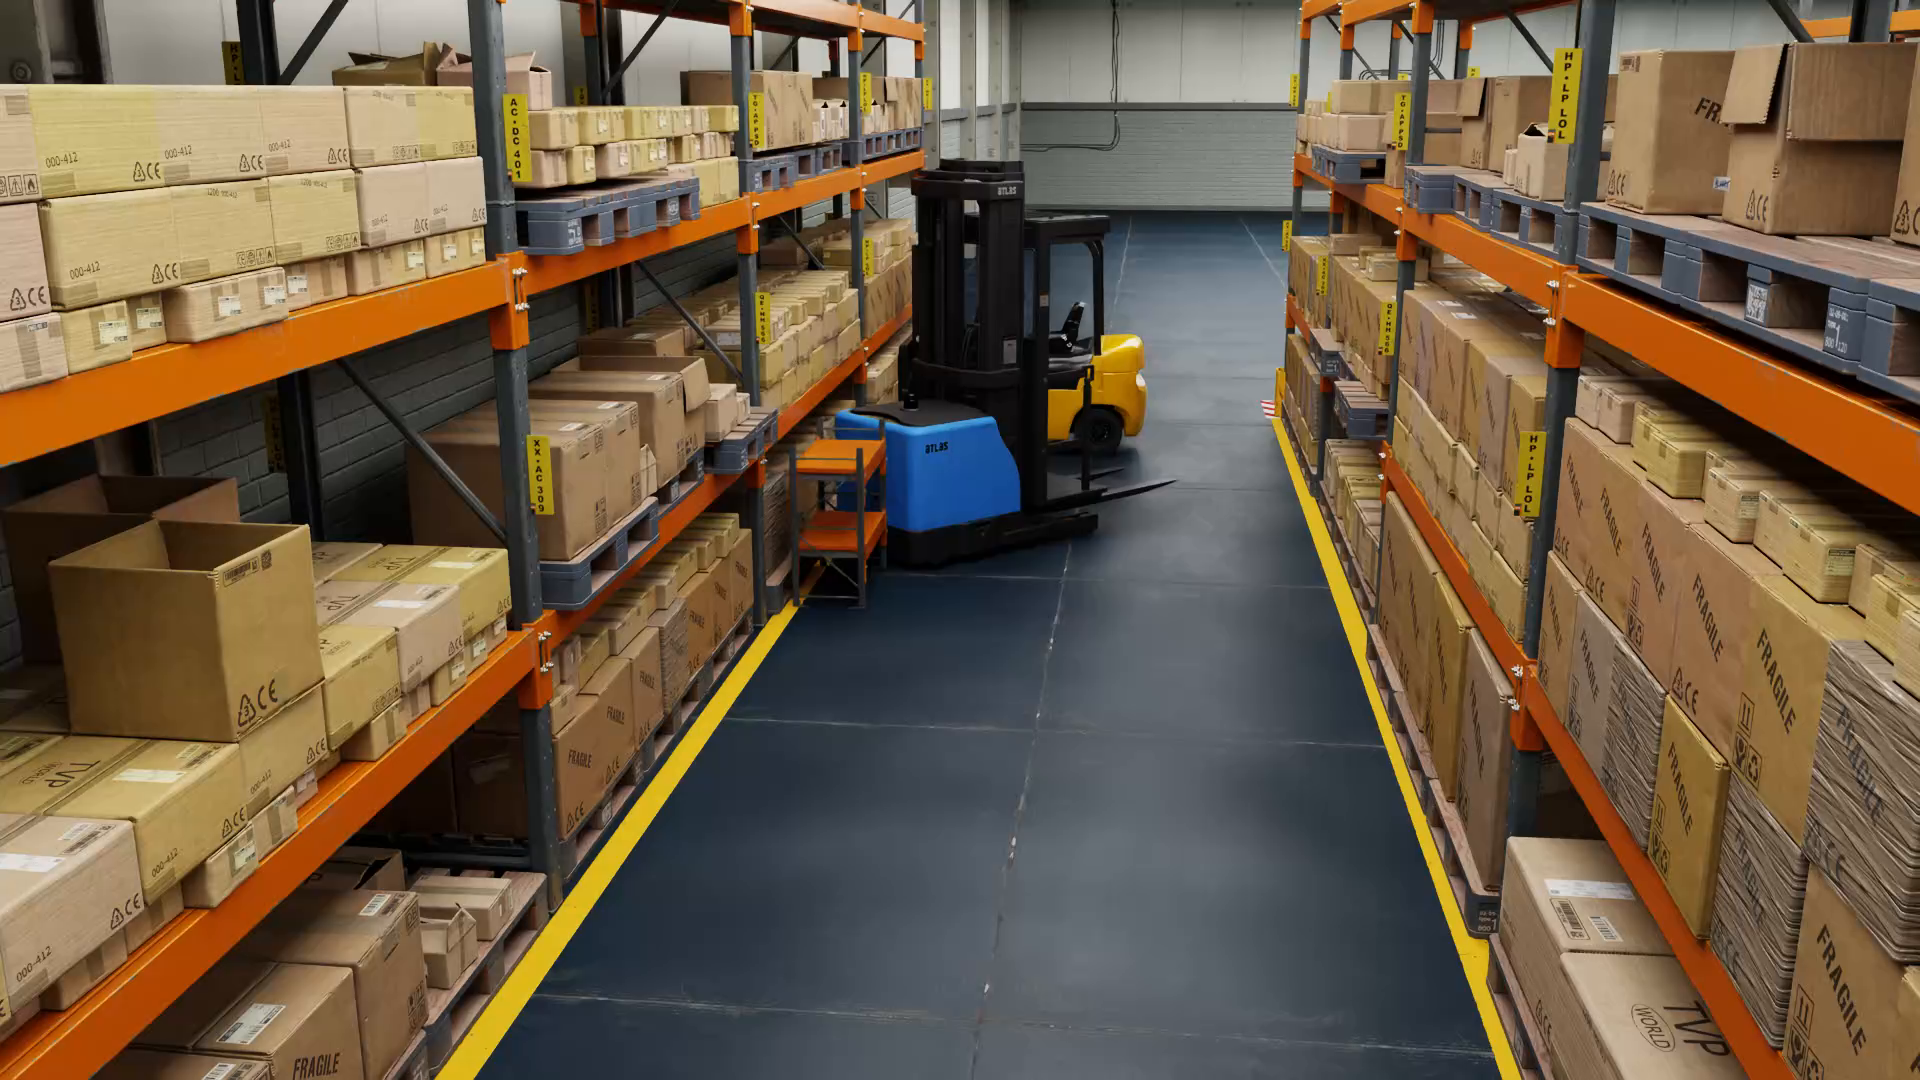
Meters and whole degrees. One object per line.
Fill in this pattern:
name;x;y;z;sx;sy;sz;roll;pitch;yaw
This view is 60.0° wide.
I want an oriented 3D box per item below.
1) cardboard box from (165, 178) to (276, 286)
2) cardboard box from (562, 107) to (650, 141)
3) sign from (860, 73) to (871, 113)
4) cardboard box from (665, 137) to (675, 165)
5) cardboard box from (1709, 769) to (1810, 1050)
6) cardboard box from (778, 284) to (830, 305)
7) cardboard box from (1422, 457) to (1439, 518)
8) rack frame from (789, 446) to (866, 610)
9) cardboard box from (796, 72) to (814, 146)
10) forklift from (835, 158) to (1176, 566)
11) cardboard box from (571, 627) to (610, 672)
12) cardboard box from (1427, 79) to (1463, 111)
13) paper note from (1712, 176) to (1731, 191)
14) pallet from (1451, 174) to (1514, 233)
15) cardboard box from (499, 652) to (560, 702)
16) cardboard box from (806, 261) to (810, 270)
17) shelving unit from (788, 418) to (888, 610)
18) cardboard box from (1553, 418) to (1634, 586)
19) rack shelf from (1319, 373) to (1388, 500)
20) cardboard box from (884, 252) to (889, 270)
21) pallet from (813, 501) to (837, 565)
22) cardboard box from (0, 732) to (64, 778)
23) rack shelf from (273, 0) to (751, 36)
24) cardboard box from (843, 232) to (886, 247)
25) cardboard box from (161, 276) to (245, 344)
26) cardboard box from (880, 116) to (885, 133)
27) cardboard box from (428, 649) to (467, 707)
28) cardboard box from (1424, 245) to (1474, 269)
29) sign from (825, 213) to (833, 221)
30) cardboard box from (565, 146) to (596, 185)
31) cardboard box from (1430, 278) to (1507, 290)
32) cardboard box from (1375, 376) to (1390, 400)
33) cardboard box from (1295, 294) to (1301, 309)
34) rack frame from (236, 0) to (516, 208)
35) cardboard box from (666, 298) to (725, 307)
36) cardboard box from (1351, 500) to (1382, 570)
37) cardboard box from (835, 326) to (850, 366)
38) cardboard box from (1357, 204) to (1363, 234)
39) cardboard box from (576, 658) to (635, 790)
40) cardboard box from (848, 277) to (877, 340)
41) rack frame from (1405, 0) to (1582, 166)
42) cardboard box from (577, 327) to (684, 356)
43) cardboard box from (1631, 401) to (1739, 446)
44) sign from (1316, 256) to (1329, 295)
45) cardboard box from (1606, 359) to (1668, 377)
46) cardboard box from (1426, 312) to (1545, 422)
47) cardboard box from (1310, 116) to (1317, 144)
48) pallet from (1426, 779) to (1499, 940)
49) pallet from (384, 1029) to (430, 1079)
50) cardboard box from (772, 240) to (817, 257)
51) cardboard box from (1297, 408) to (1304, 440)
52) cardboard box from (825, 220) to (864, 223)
cardboard box;-2.229;-0.847;4.518;0.500;0.250;0.500;1;15;5
cardboard box;-1.695;-1.980;7.908;0.380;0.149;0.250;2;15;7
sign;-0.799;-3.769;14.015;0.100;0.325;0.005;2;15;6
cardboard box;-1.757;-2.102;8.966;0.380;0.149;0.250;2;15;7
cardboard box;2.150;0.880;3.971;0.500;0.500;0.500;2;15;8
cardboard box;-1.238;-1.932;13.126;0.380;0.149;0.250;1;15;5
cardboard box;2.731;-0.289;8.772;0.500;0.250;0.500;2;15;8
rack frame;-0.898;-0.077;11.291;0.500;1.125;0.032;2;15;6
cardboard box;-1.352;-3.088;11.901;0.500;0.500;0.500;2;15;8
forklift;0.479;-1.521;13.172;3.031;2.935;1.130;-13;20;-39
cardboard box;-1.948;0.535;8.180;0.380;0.149;0.250;1;15;5
cardboard box;3.561;-3.188;11.985;0.500;0.250;0.500;2;15;7
paper note;1.898;-0.890;4.149;0.006;0.032;0.123;2;15;6
pallet;2.999;-1.649;8.128;1.003;0.211;1.213;2;15;9
cardboard box;-1.997;0.602;7.362;0.380;0.149;0.250;1;15;5
cardboard box;-1.565;-2.452;15.048;0.380;0.149;0.250;1;15;5
shelving unit;-0.847;-0.209;11.779;0.538;1.125;1.048;2;15;6
cardboard box;2.396;-0.128;5.781;0.500;0.500;0.500;2;15;7
rack shelf;3.367;-0.922;12.204;1.077;0.370;4.000;2;15;6
cardboard box;-0.880;-2.635;15.726;0.380;0.149;0.250;2;15;6
pallet;-1.519;-0.078;13.045;1.003;0.211;1.213;2;15;6
cardboard box;-2.785;0.719;4.475;0.500;0.250;0.500;2;15;8
rack shelf;-2.016;-2.733;8.173;1.077;0.370;4.000;2;15;6
cardboard box;-0.931;-2.914;16.187;0.380;0.149;0.250;2;15;6
cardboard box;-2.157;-0.618;4.437;0.380;0.149;0.250;2;15;6
cardboard box;-0.900;-3.818;15.273;0.380;0.149;0.250;2;15;8
cardboard box;-2.040;0.489;6.087;0.380;0.149;0.250;2;15;8
cardboard box;3.693;-2.118;12.441;0.380;0.149;0.250;1;15;4
sign;-1.439;-3.445;18.345;0.100;0.325;0.005;2;15;6
cardboard box;-1.749;-1.568;6.953;0.380;0.149;0.250;2;15;7
cardboard box;3.528;-1.528;11.502;0.500;0.500;0.500;2;15;7
cardboard box;2.903;-0.996;10.774;0.380;0.149;0.250;2;15;7
cardboard box;3.601;-2.425;16.867;0.380;0.149;0.250;2;15;7
rack frame;-2.242;-2.754;6.109;1.000;3.000;0.127;2;15;6
cardboard box;-1.936;-1.682;12.203;0.380;0.149;0.250;1;15;5
cardboard box;3.291;-0.023;11.729;0.950;0.372;0.625;1;15;5
cardboard box;-1.187;-1.592;13.590;0.500;0.250;0.500;2;15;6
cardboard box;4.021;-2.832;15.210;0.700;0.500;0.500;1;15;5
cardboard box;-1.913;0.888;8.115;0.500;0.500;0.500;1;15;6
cardboard box;-1.030;-2.089;14.949;0.500;0.500;0.500;1;15;5
rack frame;3.142;-3.647;9.408;1.000;3.000;0.127;2;15;6
cardboard box;-2.004;-1.018;10.184;0.500;0.500;0.500;2;15;9
cardboard box;2.397;-0.348;5.355;0.380;0.149;0.250;2;15;6
sign;3.053;-2.220;13.967;0.100;0.325;0.005;2;15;6
cardboard box;3.056;-0.483;7.093;0.500;0.500;0.500;2;15;6
cardboard box;2.723;-0.898;8.630;0.500;0.500;0.500;2;15;8
cardboard box;3.546;-3.825;15.531;0.500;0.250;0.500;2;15;7
pallet;2.703;1.431;7.467;1.003;0.211;1.213;2;15;6
pallet;-2.456;1.983;5.424;1.003;0.211;1.213;2;15;6
cardboard box;-1.517;-2.663;15.259;0.380;0.149;0.250;2;15;6
cardboard box;3.505;-1.095;15.928;0.500;0.250;0.500;2;15;7
cardboard box;-1.230;-3.328;17.718;0.380;0.149;0.250;2;15;8
